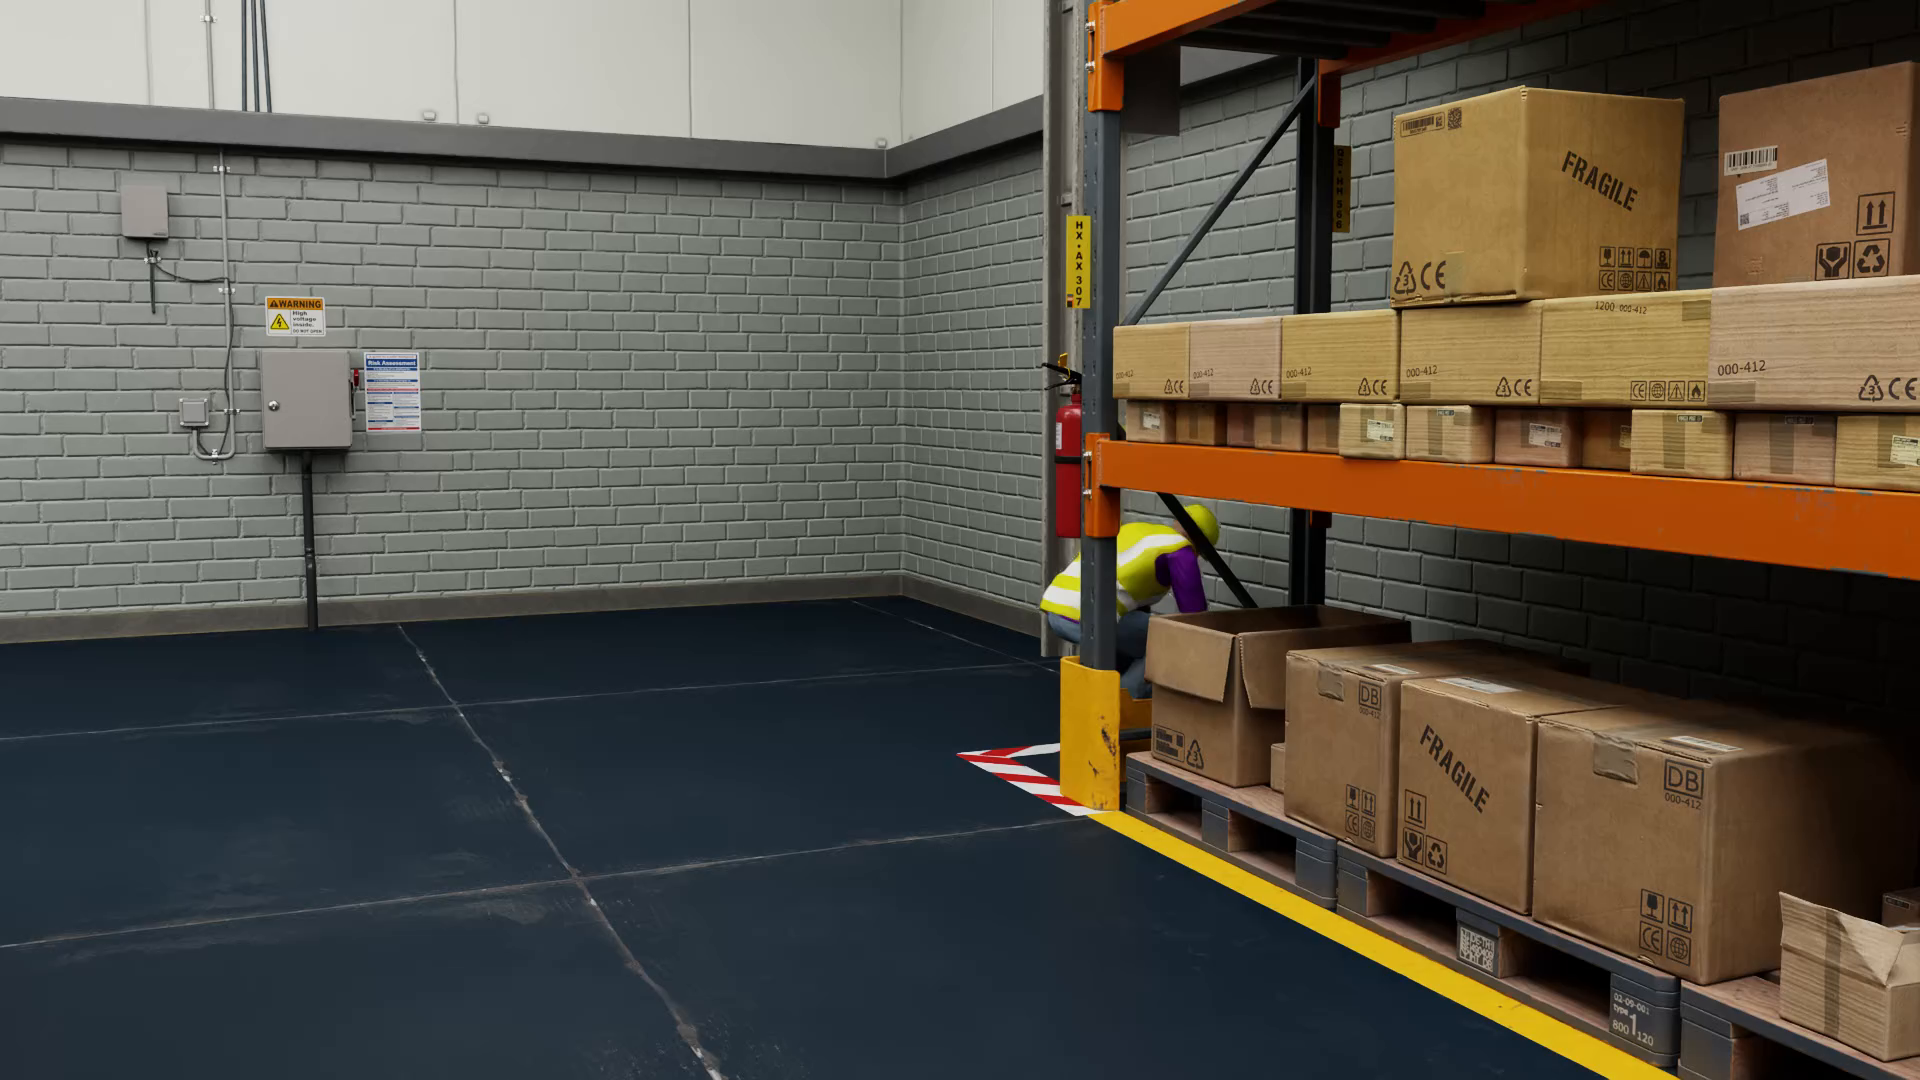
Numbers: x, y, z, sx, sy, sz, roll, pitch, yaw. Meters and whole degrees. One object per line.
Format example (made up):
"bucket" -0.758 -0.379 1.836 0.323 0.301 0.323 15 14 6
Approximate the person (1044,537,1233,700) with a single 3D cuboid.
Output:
"person" 0.828 0.430 7.480 0.945 0.857 0.537 -2 6 -25
